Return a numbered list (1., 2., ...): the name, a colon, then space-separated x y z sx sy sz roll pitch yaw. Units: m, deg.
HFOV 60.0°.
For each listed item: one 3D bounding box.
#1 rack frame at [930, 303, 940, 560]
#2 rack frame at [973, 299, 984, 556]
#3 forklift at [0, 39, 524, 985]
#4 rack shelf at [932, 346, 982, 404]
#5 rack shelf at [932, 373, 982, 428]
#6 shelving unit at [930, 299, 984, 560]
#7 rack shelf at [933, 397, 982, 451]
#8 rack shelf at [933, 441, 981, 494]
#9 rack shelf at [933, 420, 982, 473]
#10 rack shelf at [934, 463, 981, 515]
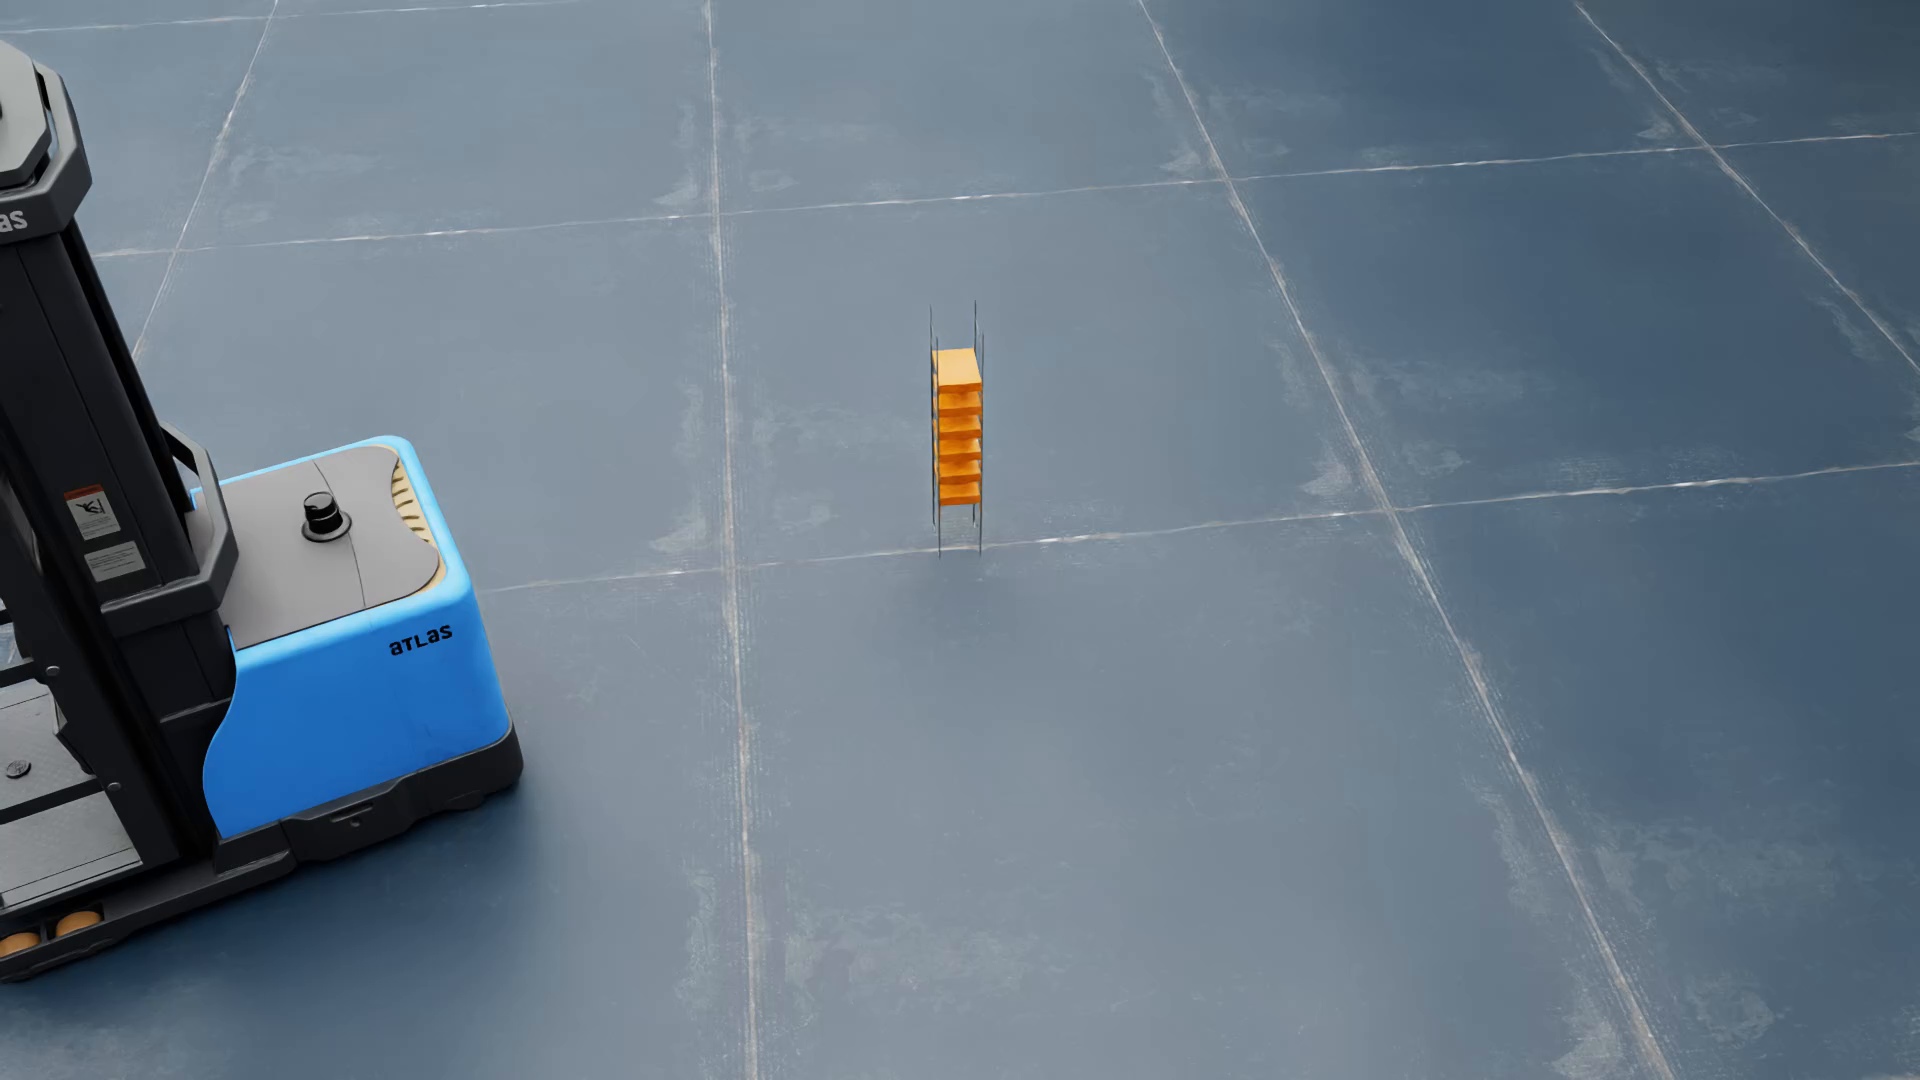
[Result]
1. rack frame: -0.105 -0.436 7.053 0.006 1.200 0.240 -5 42 -6
2. rack frame: 0.076 -0.452 7.071 0.006 1.200 0.240 -5 42 -6
3. forklift: -3.225 0.028 5.246 3.031 2.935 1.130 -19 45 -20
4. rack shelf: -0.014 -0.679 6.851 0.180 0.103 0.258 -5 42 -6
5. rack shelf: -0.014 -0.589 6.931 0.180 0.103 0.258 -5 42 -6
6. shelving unit: -0.014 -0.444 7.062 0.189 1.200 0.258 -5 42 -6
7. rack shelf: -0.014 -0.500 7.011 0.180 0.103 0.258 -5 42 -6
8. rack shelf: -0.014 -0.322 7.172 0.180 0.103 0.258 -5 42 -6
9. rack shelf: -0.014 -0.411 7.092 0.180 0.103 0.258 -5 42 -6
10. rack shelf: -0.014 -0.233 7.252 0.180 0.103 0.258 -5 42 -6
